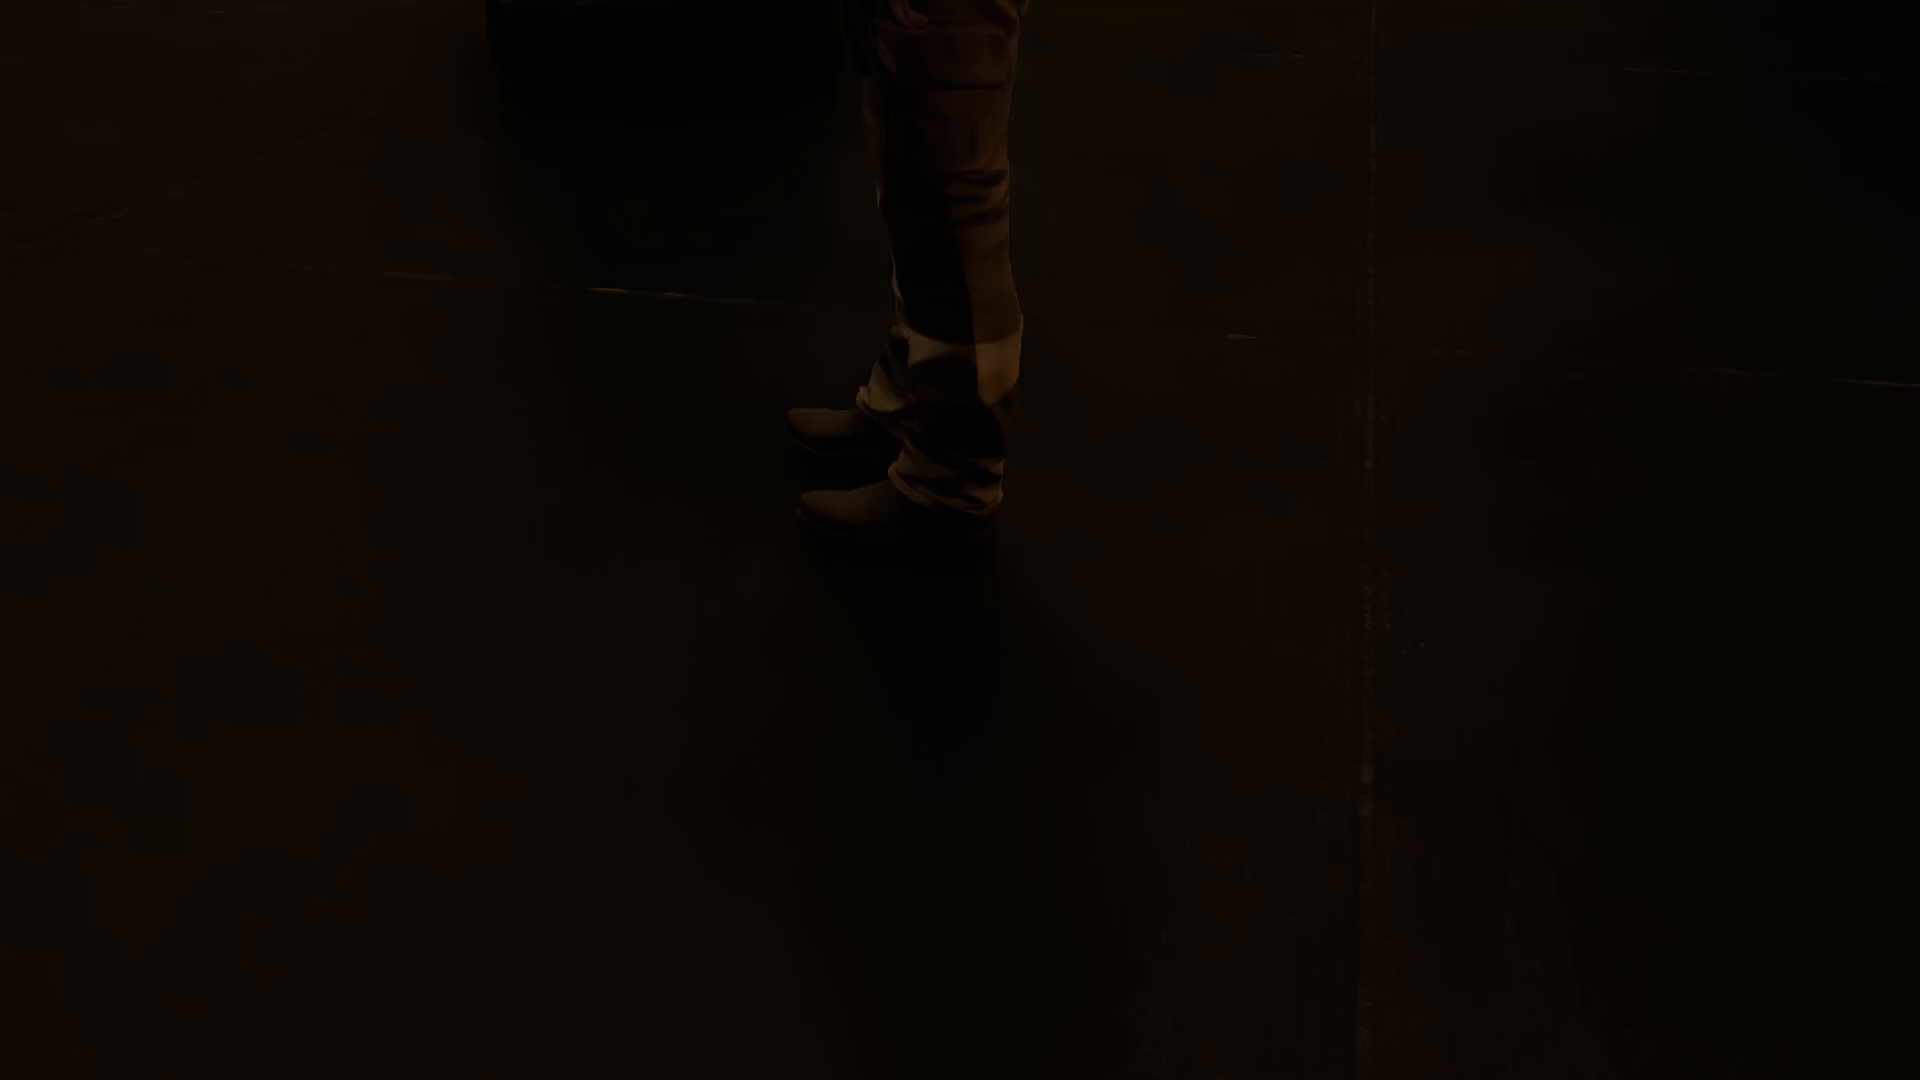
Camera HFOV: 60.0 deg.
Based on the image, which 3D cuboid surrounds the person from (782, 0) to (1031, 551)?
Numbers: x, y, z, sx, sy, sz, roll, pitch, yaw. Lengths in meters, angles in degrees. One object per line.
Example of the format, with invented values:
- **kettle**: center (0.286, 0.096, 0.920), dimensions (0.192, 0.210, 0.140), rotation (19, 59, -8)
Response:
- **person**: center (-0.076, -0.818, 2.119), dimensions (0.563, 1.787, 0.637), rotation (6, 27, 11)

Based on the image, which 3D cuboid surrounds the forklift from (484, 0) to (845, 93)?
- **forklift**: center (-1.262, -3.318, 5.823), dimensions (1.130, 2.935, 3.031), rotation (-7, 28, -14)
